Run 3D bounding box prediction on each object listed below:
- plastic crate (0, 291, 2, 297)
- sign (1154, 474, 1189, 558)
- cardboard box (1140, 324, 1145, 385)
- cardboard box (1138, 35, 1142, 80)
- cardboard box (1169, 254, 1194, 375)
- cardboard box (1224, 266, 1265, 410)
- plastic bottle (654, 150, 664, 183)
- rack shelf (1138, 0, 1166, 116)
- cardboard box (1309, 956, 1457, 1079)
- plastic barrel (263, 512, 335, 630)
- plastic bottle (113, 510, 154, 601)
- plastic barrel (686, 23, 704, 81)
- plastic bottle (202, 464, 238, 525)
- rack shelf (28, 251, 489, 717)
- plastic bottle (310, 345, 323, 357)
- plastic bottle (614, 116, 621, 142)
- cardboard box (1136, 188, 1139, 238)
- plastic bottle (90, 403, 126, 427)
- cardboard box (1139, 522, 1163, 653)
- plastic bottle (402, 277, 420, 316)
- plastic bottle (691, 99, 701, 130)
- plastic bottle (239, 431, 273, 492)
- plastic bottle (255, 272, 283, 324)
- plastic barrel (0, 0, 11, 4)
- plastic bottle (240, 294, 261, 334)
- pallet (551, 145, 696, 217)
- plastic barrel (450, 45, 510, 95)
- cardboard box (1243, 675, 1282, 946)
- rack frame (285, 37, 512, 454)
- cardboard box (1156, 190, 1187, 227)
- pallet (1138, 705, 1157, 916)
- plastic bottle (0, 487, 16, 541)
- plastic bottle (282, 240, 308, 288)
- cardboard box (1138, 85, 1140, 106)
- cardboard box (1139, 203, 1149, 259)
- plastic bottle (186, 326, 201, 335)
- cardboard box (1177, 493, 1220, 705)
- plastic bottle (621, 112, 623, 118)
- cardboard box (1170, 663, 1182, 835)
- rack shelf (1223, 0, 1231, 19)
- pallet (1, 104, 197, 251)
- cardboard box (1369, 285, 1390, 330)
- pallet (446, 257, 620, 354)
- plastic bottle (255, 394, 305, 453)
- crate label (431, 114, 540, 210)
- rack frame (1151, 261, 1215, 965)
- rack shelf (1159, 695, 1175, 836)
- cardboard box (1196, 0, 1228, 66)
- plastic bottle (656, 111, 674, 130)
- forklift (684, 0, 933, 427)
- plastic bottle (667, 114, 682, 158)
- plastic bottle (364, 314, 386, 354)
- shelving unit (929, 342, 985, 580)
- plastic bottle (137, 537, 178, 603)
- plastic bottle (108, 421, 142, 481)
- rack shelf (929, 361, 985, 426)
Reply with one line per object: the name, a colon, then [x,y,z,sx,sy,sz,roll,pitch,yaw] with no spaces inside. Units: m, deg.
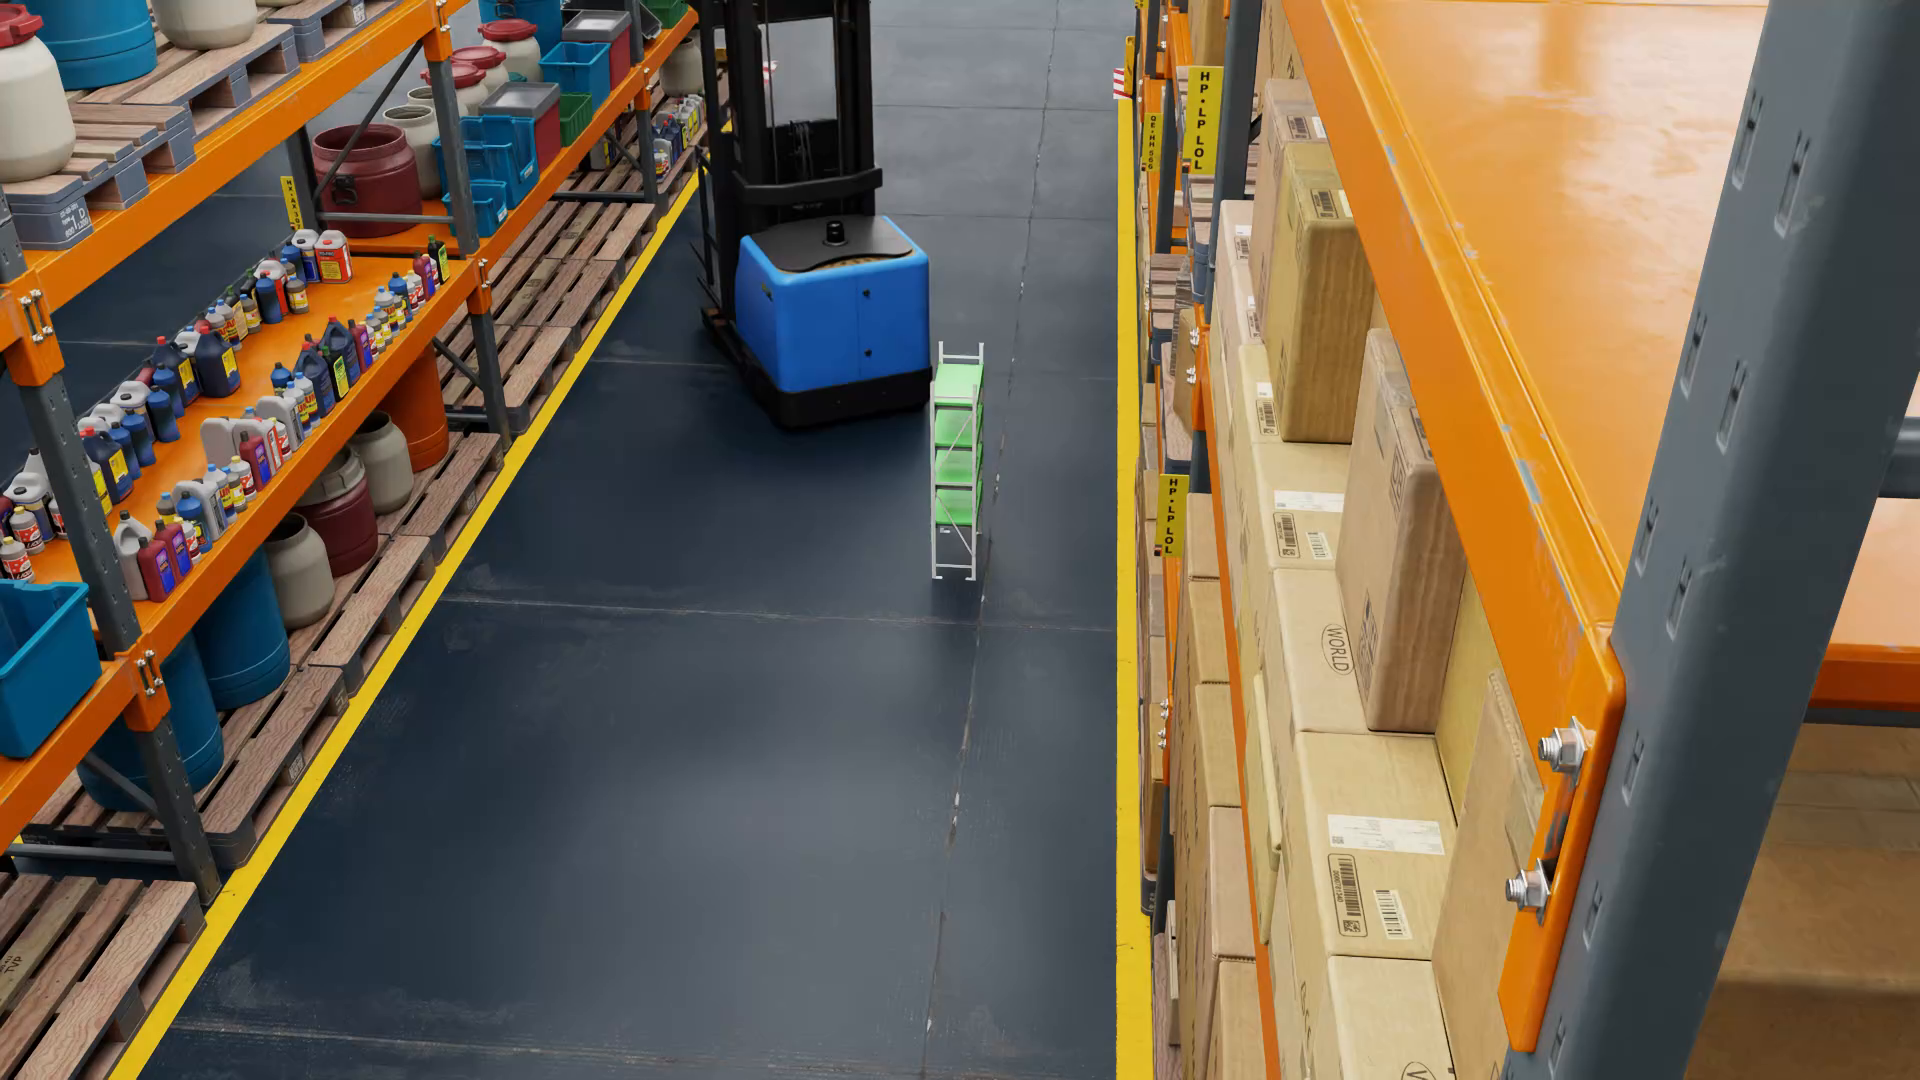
plastic crate: [-3.392,-0.732,5.202,0.450,0.188,0.662,2,32,4]
sign: [0.725,-0.081,5.698,0.100,0.325,0.005,2,32,4]
cardboard box: [1.442,-1.221,10.873,0.500,0.250,0.500,2,32,3]
cardboard box: [1.951,-4.636,15.699,0.500,0.500,0.500,2,32,4]
cardboard box: [1.400,-1.075,7.919,0.700,0.500,0.500,8,33,13]
cardboard box: [0.952,-0.487,4.268,0.500,0.250,0.500,2,32,4]
plastic bottle: [-2.544,-3.136,13.942,0.097,0.271,0.097,0,32,0]
rack shelf: [2.092,-4.489,14.641,1.077,0.370,4.000,2,32,4]
cardboard box: [0.740,0.820,2.148,0.500,0.250,0.500,2,32,4]
plastic barrel: [-3.405,0.155,8.390,0.421,0.512,0.421,0,32,0]
plastic bottle: [-3.304,0.050,6.637,0.144,0.351,0.185,2,32,4]
plastic barrel: [-2.659,-4.827,16.474,0.421,0.512,0.421,0,32,0]
plastic bottle: [-3.175,-0.201,7.120,0.097,0.271,0.097,0,32,0]
rack shelf: [-3.496,-0.519,8.199,1.077,0.370,4.000,2,32,4]
plastic bottle: [-3.120,-0.830,8.130,0.061,0.283,0.133,2,32,4]
plastic bottle: [-3.077,-3.692,14.833,0.061,0.283,0.133,2,32,4]
cardboard box: [1.650,-2.557,13.041,0.500,0.250,0.500,2,32,3]
plastic bottle: [-3.867,-0.472,7.555,0.152,0.276,0.135,2,32,4]
cardboard box: [1.162,0.254,8.222,0.500,0.500,0.500,1,32,2]
plastic bottle: [-2.995,-1.326,9.012,0.097,0.201,0.097,0,32,0]
plastic bottle: [-2.453,-3.900,15.176,0.152,0.276,0.135,2,32,3]
plastic bottle: [-3.131,-0.368,7.379,0.061,0.283,0.133,2,32,4]
plastic bottle: [-3.704,-1.300,8.903,0.097,0.271,0.097,0,32,0]
plastic barrel: [-3.787,-1.801,6.155,0.600,0.588,0.600,0,32,0]
plastic bottle: [-3.776,-1.203,8.812,0.097,0.201,0.097,0,32,0]
pallet: [-2.911,-3.125,14.400,1.003,0.211,1.213,2,32,4]
plastic barrel: [-3.364,-3.146,11.647,0.433,0.535,0.433,0,32,0]
cardboard box: [0.811,0.510,3.128,0.500,0.250,0.500,2,32,4]
rack frame: [-3.333,-1.871,9.707,1.000,3.000,0.127,2,32,4]
cardboard box: [1.401,-2.033,10.209,0.380,0.149,0.250,2,32,4]
pallet: [1.307,1.194,7.391,1.003,0.211,1.213,2,32,4]
plastic bottle: [-3.975,-0.073,6.900,0.061,0.283,0.133,2,32,4]
plastic bottle: [-3.727,-1.544,9.300,0.097,0.271,0.097,0,32,0]
cardboard box: [1.911,-4.055,15.472,0.500,0.250,0.500,2,32,4]
cardboard box: [1.560,-2.258,12.022,0.500,0.311,0.500,1,32,2]
plastic bottle: [-3.821,-0.940,8.320,0.097,0.271,0.097,0,32,0]
cardboard box: [0.959,0.200,5.298,0.500,0.500,0.500,3,32,5]
plastic bottle: [-3.176,-4.033,15.385,0.061,0.283,0.133,3,32,5]
cardboard box: [0.965,0.646,5.527,0.500,0.500,0.500,3,32,5]
rack shelf: [1.441,-2.689,6.384,1.077,0.370,4.000,2,32,4]
pallet: [-3.692,-1.390,6.248,1.213,0.211,1.003,2,32,4]
cardboard box: [1.171,-0.270,3.202,0.700,0.500,0.500,2,32,4]
pallet: [-3.129,-1.724,12.126,1.003,0.211,1.213,2,32,4]
plastic bottle: [-3.147,-0.558,7.695,0.152,0.276,0.135,2,32,4]
crate label: [-2.983,-2.394,10.522,0.502,0.435,0.616,2,32,4]
rack frame: [1.278,0.434,5.967,1.000,3.000,0.127,2,32,4]
rack shelf: [1.115,1.786,4.459,1.077,0.370,4.000,2,32,4]
cardboard box: [1.518,-2.209,7.301,0.910,0.500,0.500,2,32,4]
plastic bottle: [-2.628,-3.709,14.866,0.152,0.276,0.135,2,32,4]
forklift: [-1.208,-2.726,11.160,1.130,2.935,3.031,-12,34,-19]
plastic bottle: [-2.513,-3.525,14.497,0.144,0.351,0.185,1,32,2]
plastic bottle: [-3.035,-1.071,8.599,0.097,0.201,0.097,0,32,0]
shelving unit: [-0.013,-0.424,9.075,0.258,1.200,0.503,2,32,4]
plastic bottle: [-3.204,0.097,6.626,0.061,0.283,0.133,2,32,4]
plastic bottle: [-3.752,-0.404,7.449,0.097,0.271,0.097,0,32,0]
rack shelf: [-0.013,-0.778,8.857,0.258,0.148,0.480,2,32,4]
